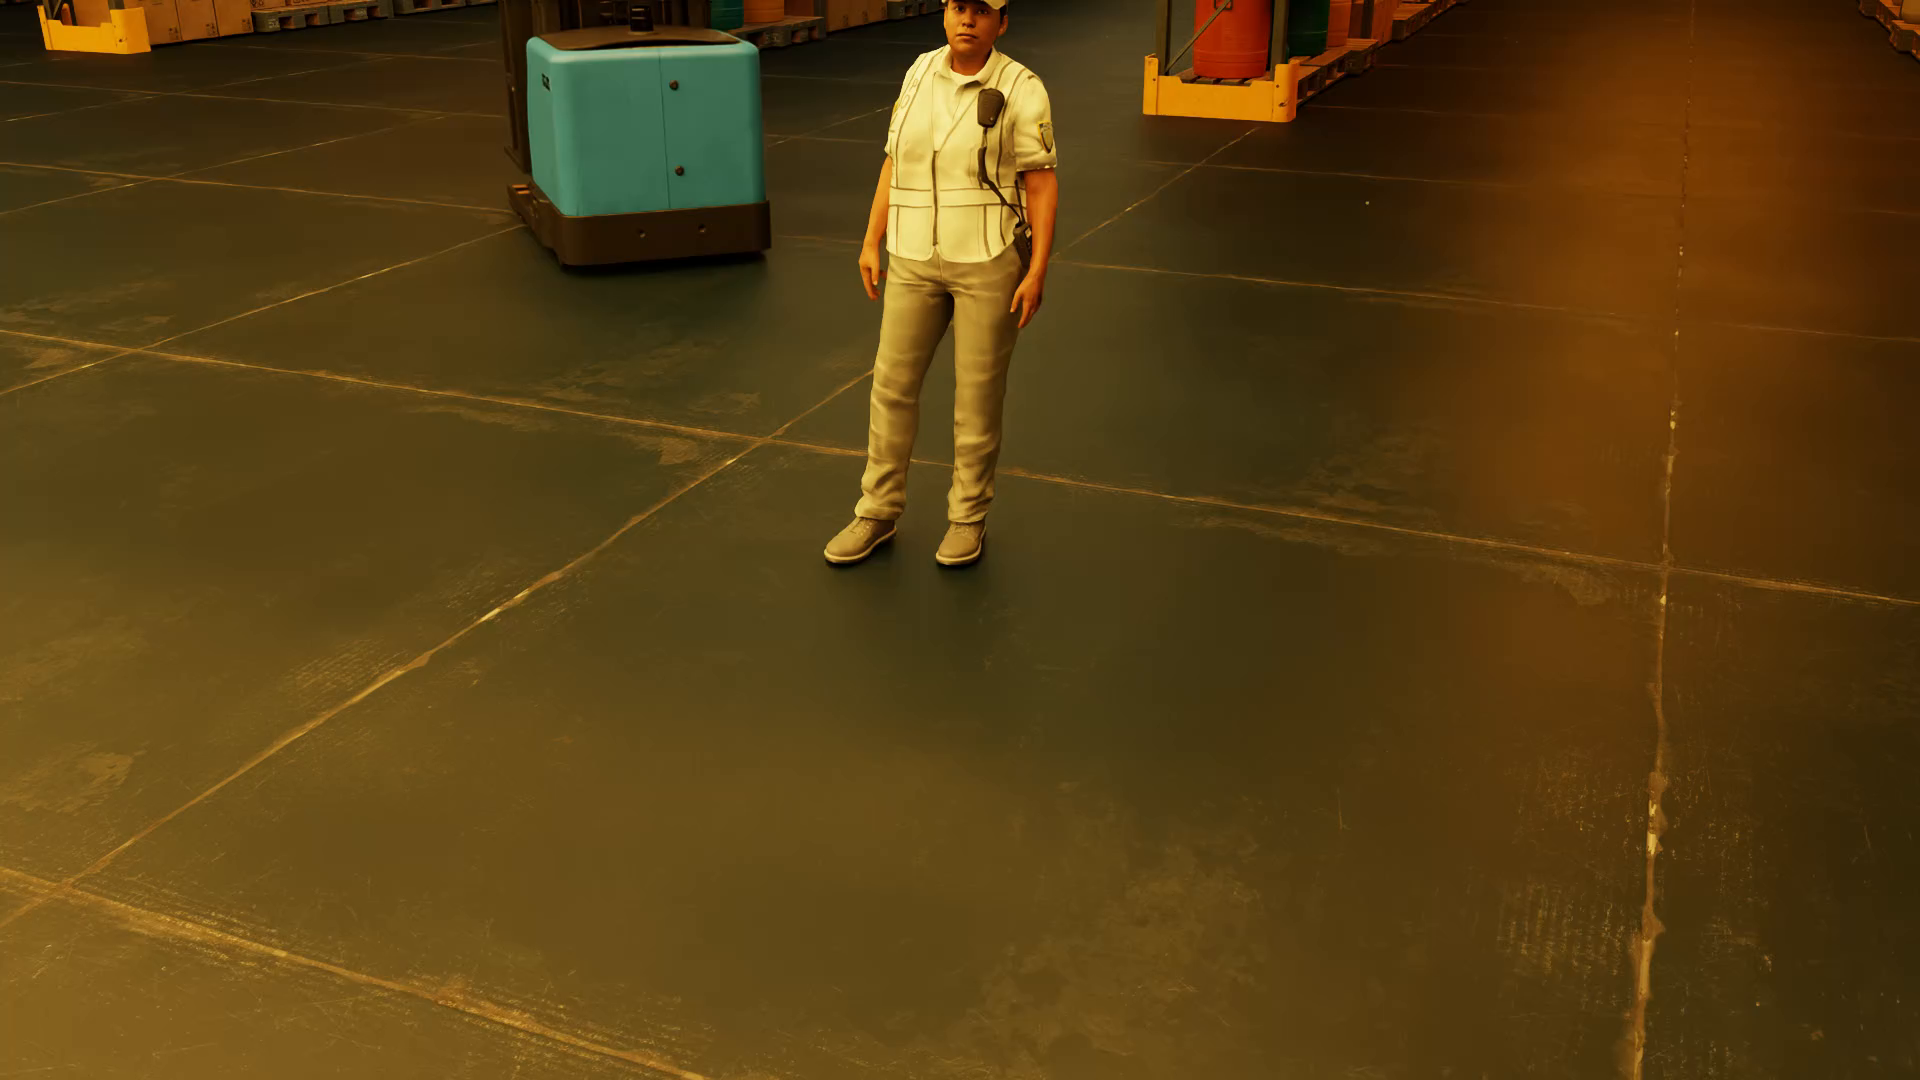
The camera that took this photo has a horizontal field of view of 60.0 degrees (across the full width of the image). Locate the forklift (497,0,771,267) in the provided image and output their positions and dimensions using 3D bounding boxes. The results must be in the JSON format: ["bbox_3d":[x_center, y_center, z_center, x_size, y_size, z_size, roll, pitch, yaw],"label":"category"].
[{"bbox_3d":[-1.975,-3.226,9.011,1.130,2.935,3.031,-9,24,-20],"label":"forklift"}]

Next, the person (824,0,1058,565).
[{"bbox_3d":[-0.050,-0.752,4.711,0.598,1.670,0.529,9,24,21],"label":"person"}]
